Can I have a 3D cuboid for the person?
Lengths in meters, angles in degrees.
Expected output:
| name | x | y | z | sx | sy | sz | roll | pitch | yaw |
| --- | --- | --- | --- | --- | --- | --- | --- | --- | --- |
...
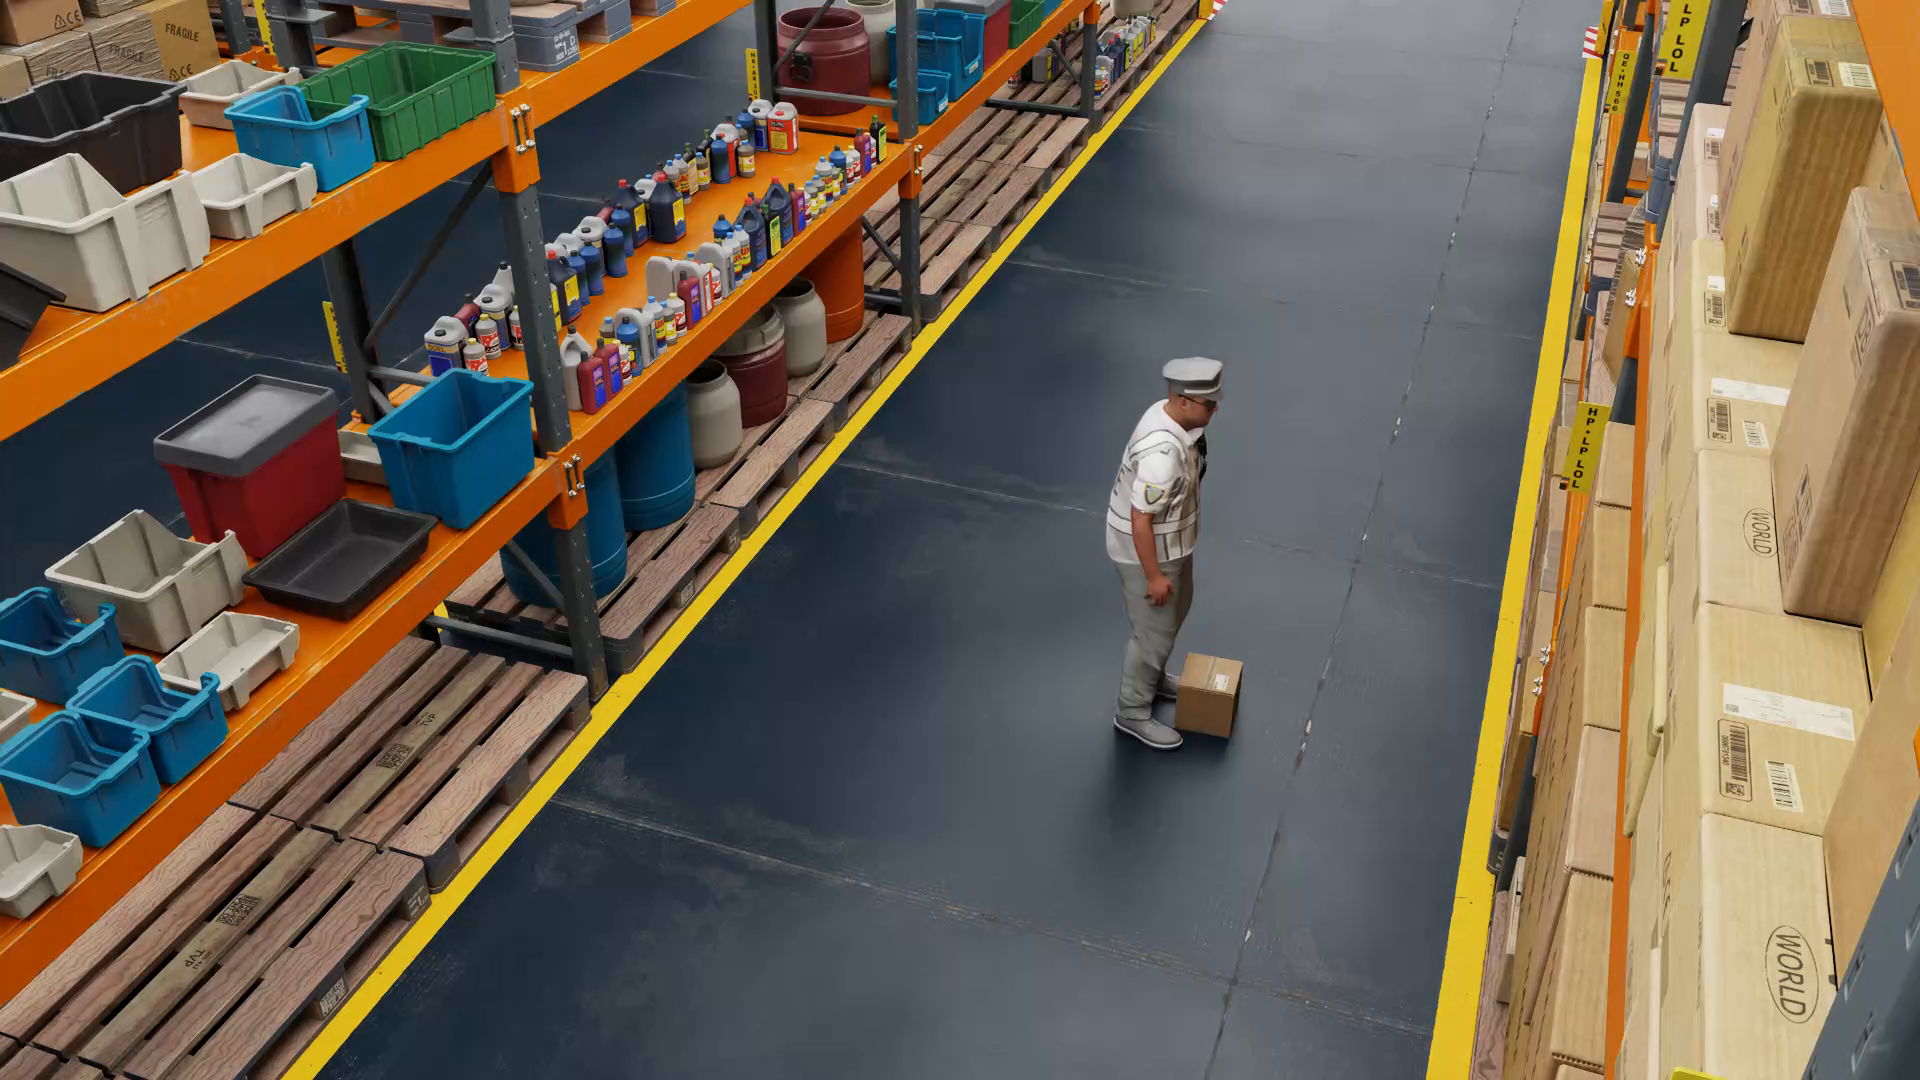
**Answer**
| name | x | y | z | sx | sy | sz | roll | pitch | yaw |
| --- | --- | --- | --- | --- | --- | --- | --- | --- | --- |
| person | 0.852 | 0.023 | 7.096 | 0.436 | 1.748 | 0.586 | 11 | 35 | 17 |
